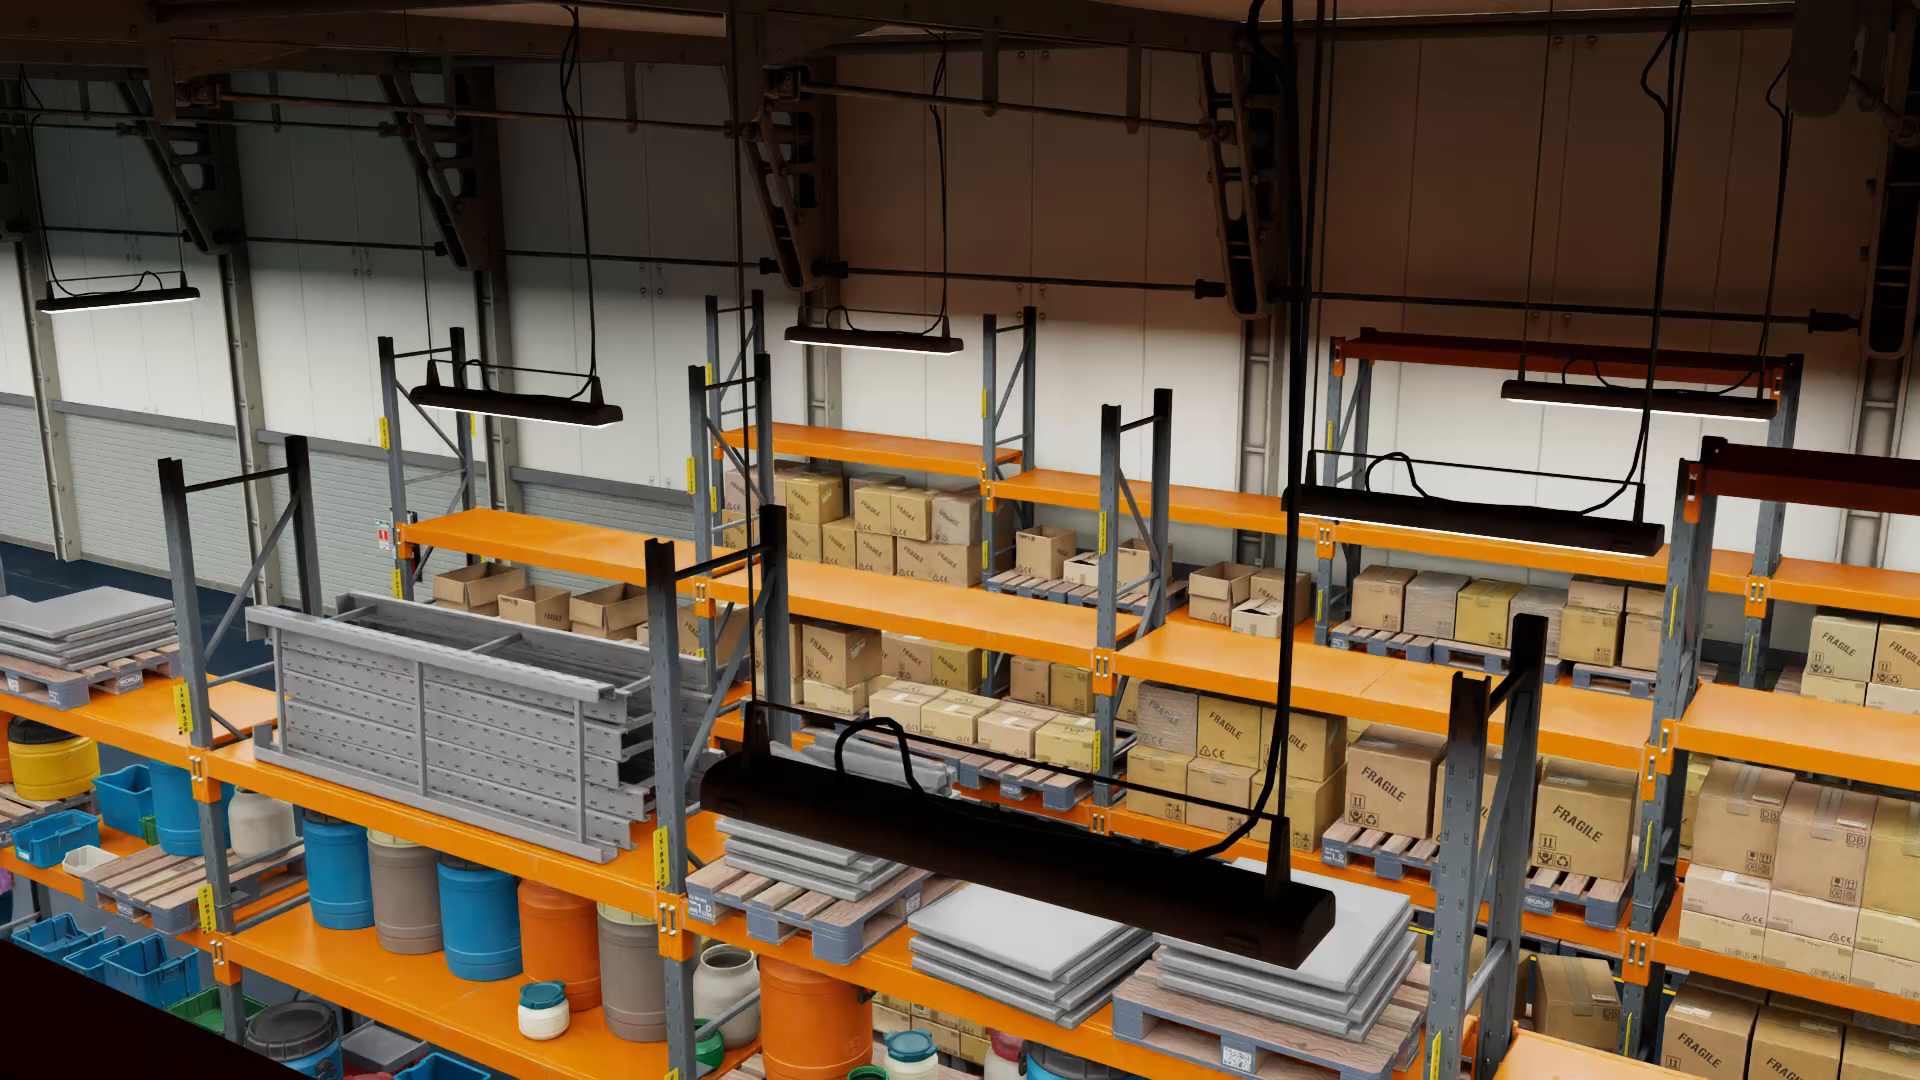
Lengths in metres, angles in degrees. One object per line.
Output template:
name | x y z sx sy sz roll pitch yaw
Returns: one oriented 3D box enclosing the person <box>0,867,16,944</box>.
person | -9.449 3.391 16.234 0.454 1.556 0.889 -7 16 -27
